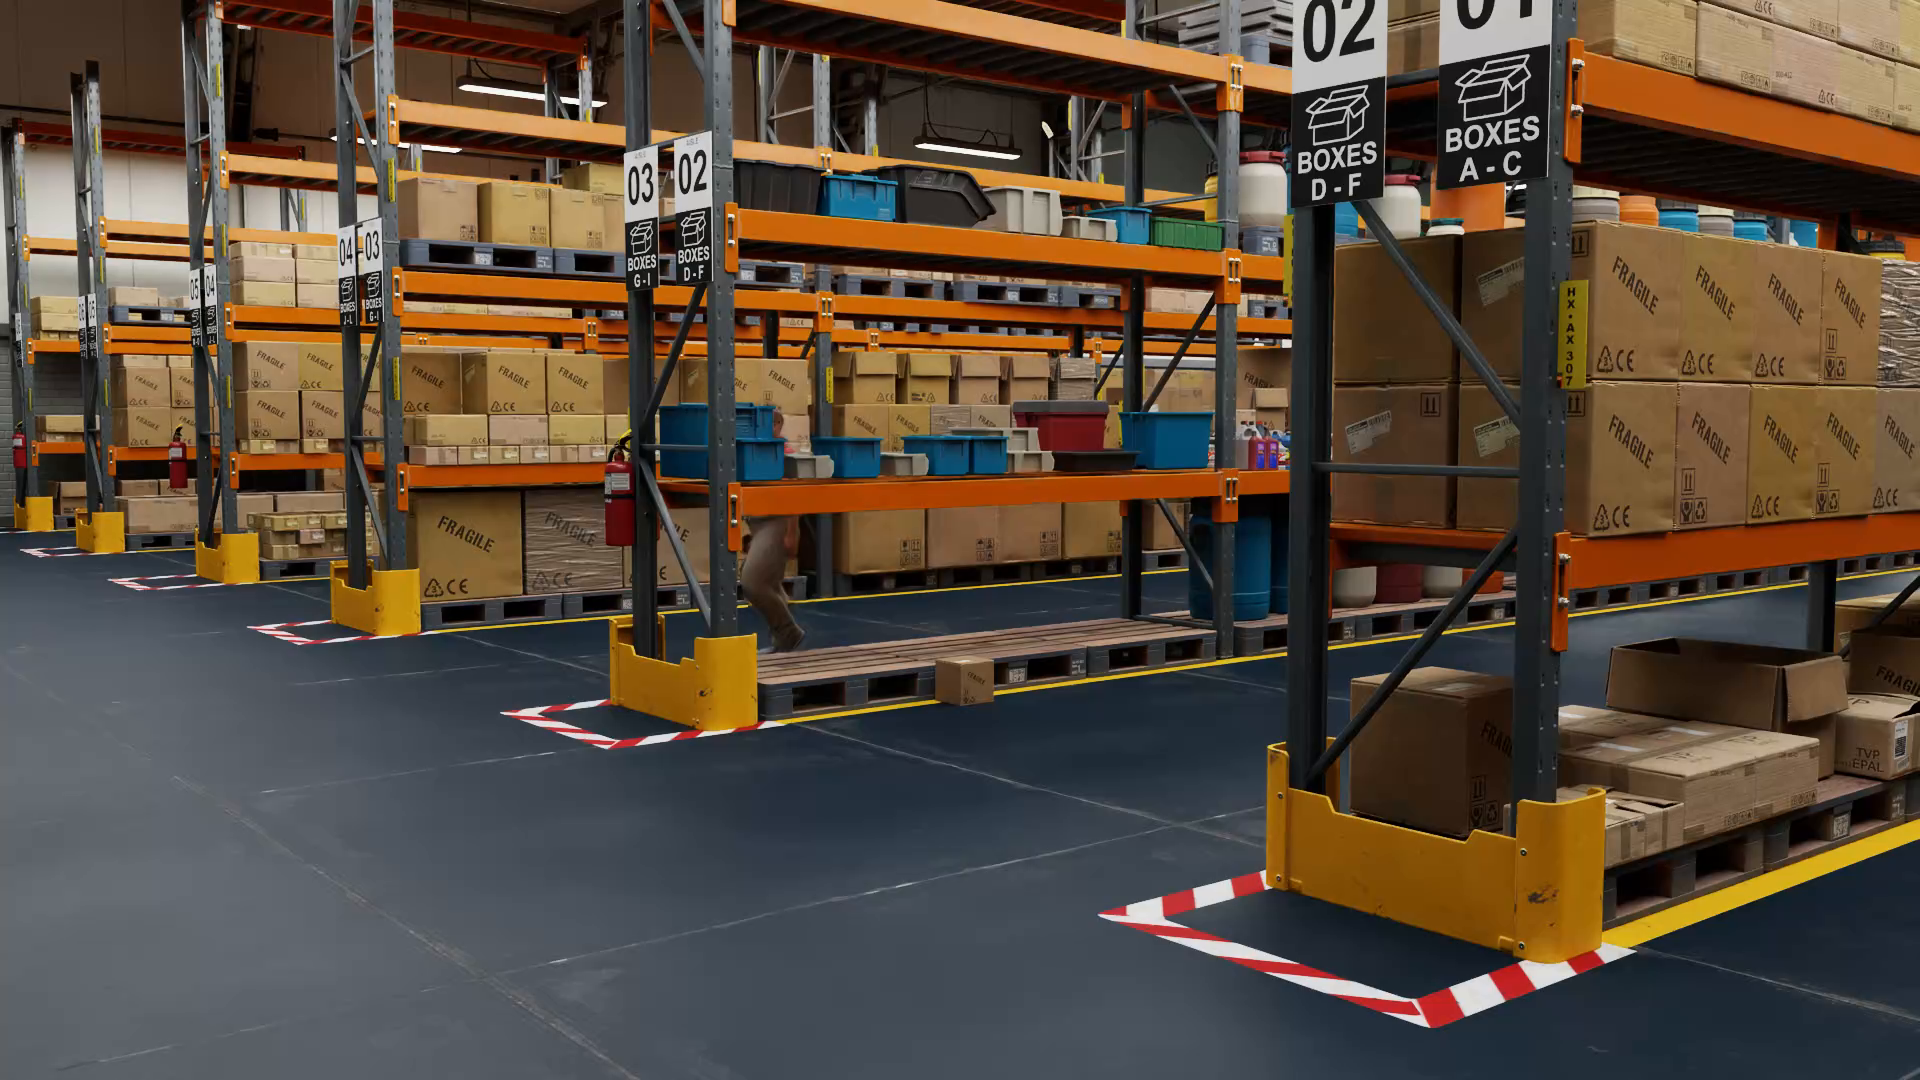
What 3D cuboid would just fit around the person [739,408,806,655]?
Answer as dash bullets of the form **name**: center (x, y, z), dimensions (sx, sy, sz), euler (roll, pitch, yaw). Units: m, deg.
- **person**: center (-1.307, -0.016, 11.231), dimensions (0.430, 1.758, 0.544), euler (-2, 5, -21)
